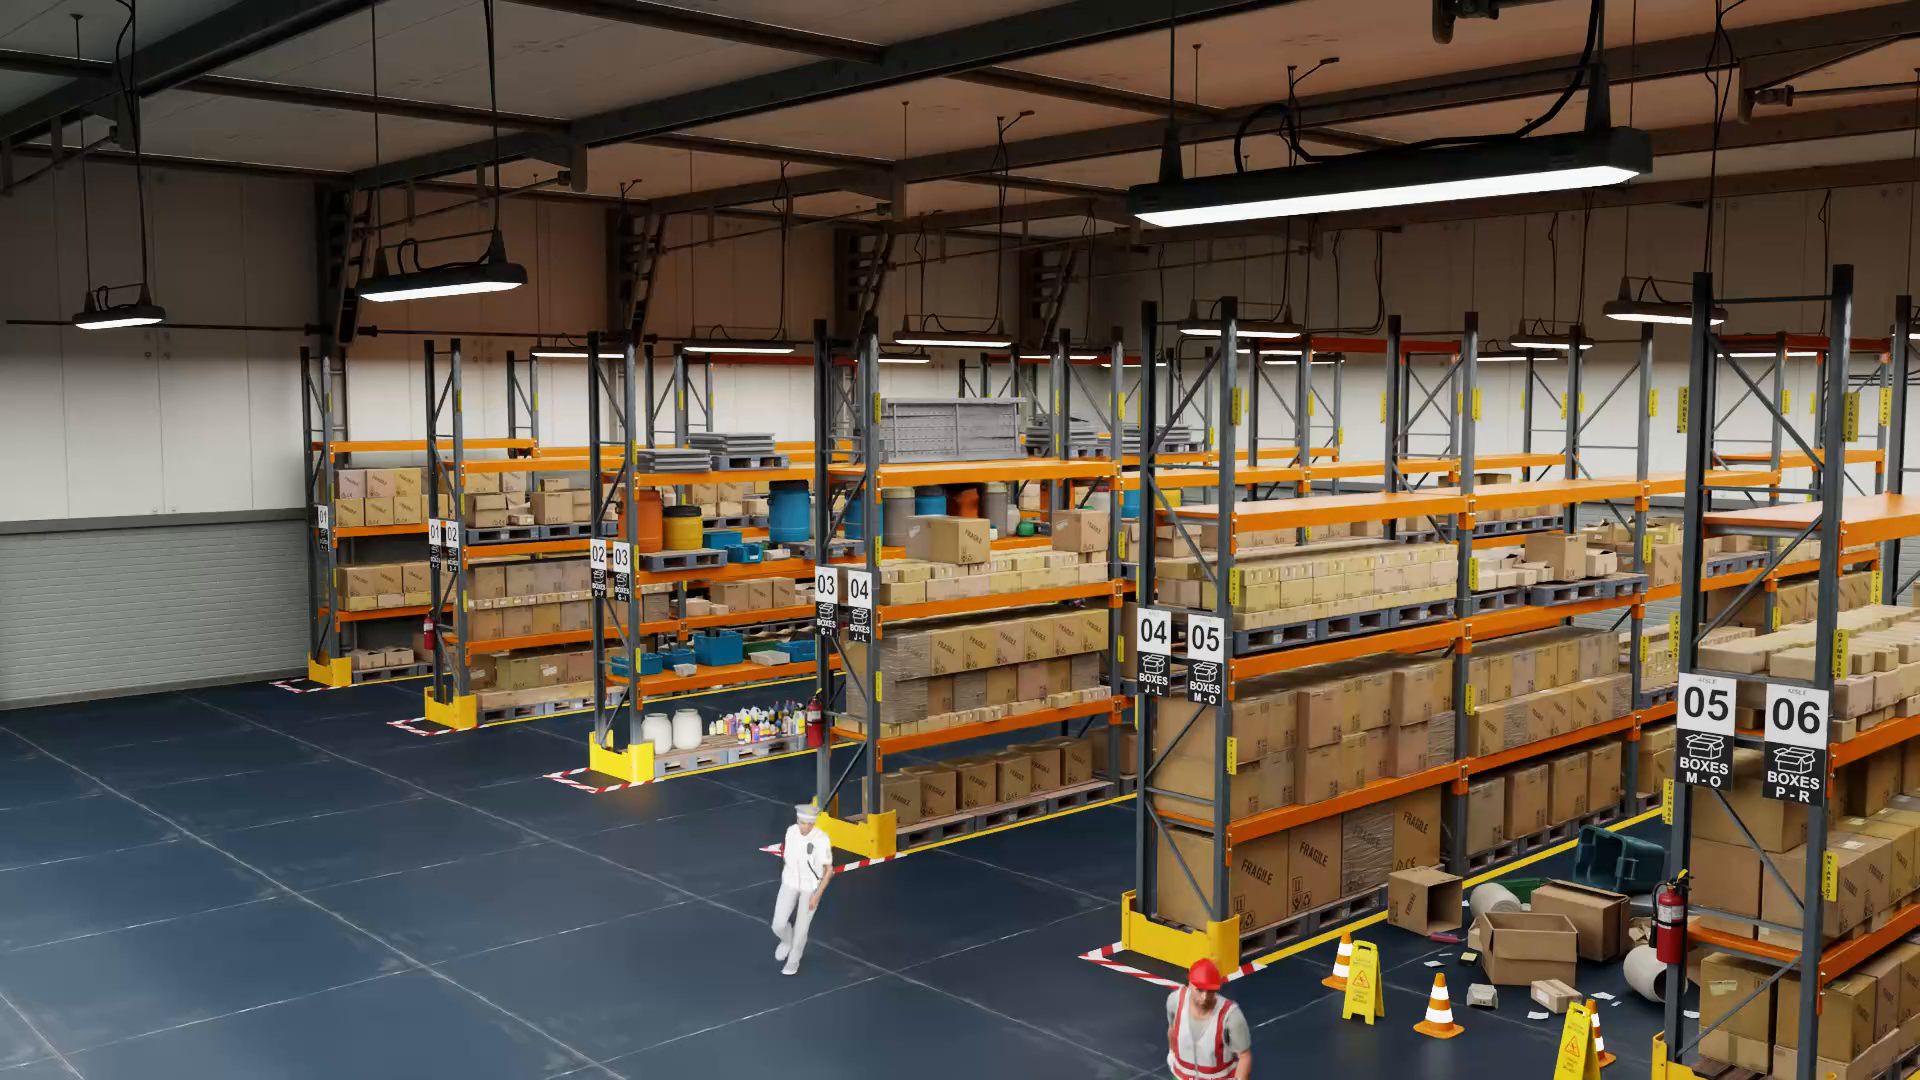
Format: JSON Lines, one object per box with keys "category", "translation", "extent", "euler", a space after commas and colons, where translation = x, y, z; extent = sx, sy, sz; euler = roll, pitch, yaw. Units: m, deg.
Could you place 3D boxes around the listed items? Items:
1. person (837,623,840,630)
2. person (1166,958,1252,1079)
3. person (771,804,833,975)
{"category": "person", "translation": [-2.588, 1.400, 33.564], "extent": [0.882, 1.690, 0.596], "euler": [-4, 6, -37]}
{"category": "person", "translation": [1.522, 3.392, 10.378], "extent": [0.645, 1.697, 0.648], "euler": [3, 6, 27]}
{"category": "person", "translation": [-1.392, 3.077, 14.715], "extent": [0.604, 1.584, 0.703], "euler": [1, 5, 9]}
